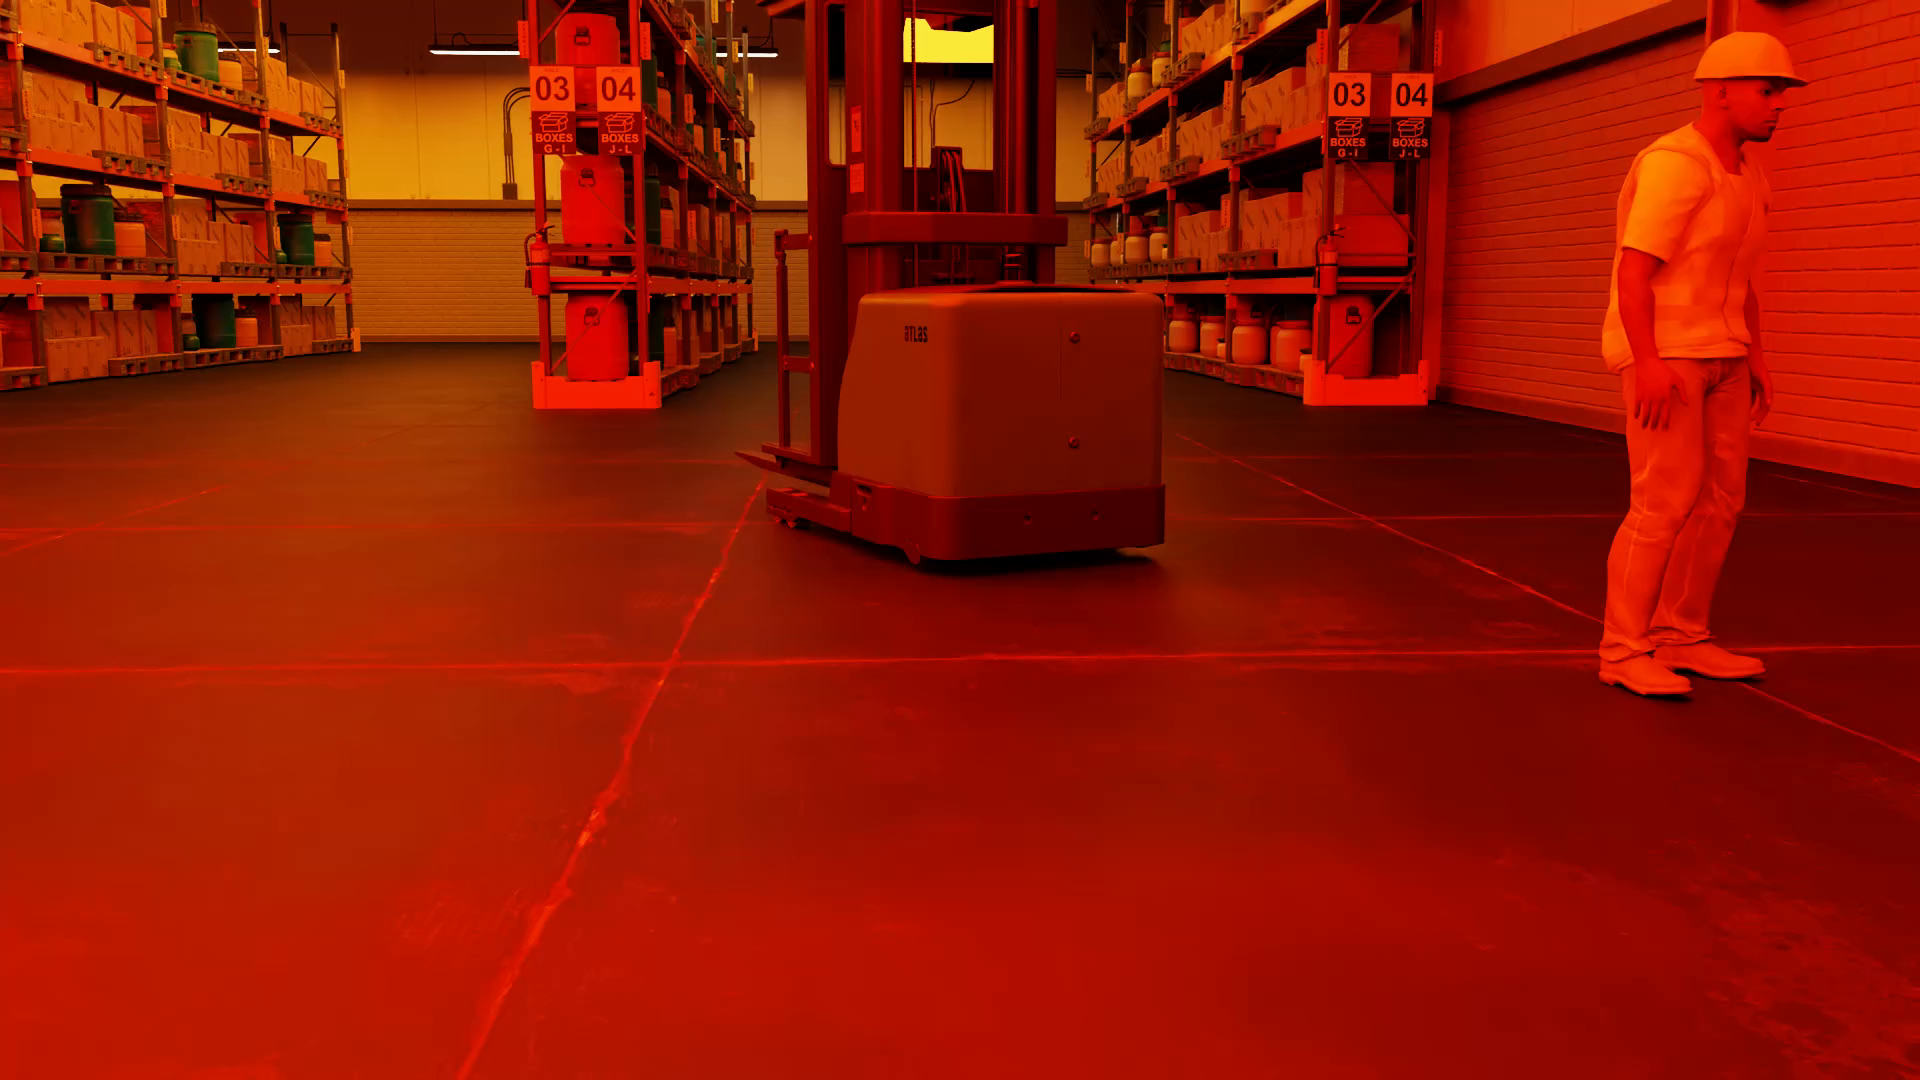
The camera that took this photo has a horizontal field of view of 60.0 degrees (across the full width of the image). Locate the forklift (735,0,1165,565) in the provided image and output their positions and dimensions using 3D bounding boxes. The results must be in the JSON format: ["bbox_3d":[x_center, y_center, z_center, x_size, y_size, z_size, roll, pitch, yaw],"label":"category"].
[{"bbox_3d":[-0.264,-1.530,7.637,1.130,2.935,3.031,-4,9,-25],"label":"forklift"}]

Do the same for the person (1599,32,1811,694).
[{"bbox_3d":[2.021,-0.479,4.554,0.638,1.761,0.457,-6,11,-37],"label":"person"}]
